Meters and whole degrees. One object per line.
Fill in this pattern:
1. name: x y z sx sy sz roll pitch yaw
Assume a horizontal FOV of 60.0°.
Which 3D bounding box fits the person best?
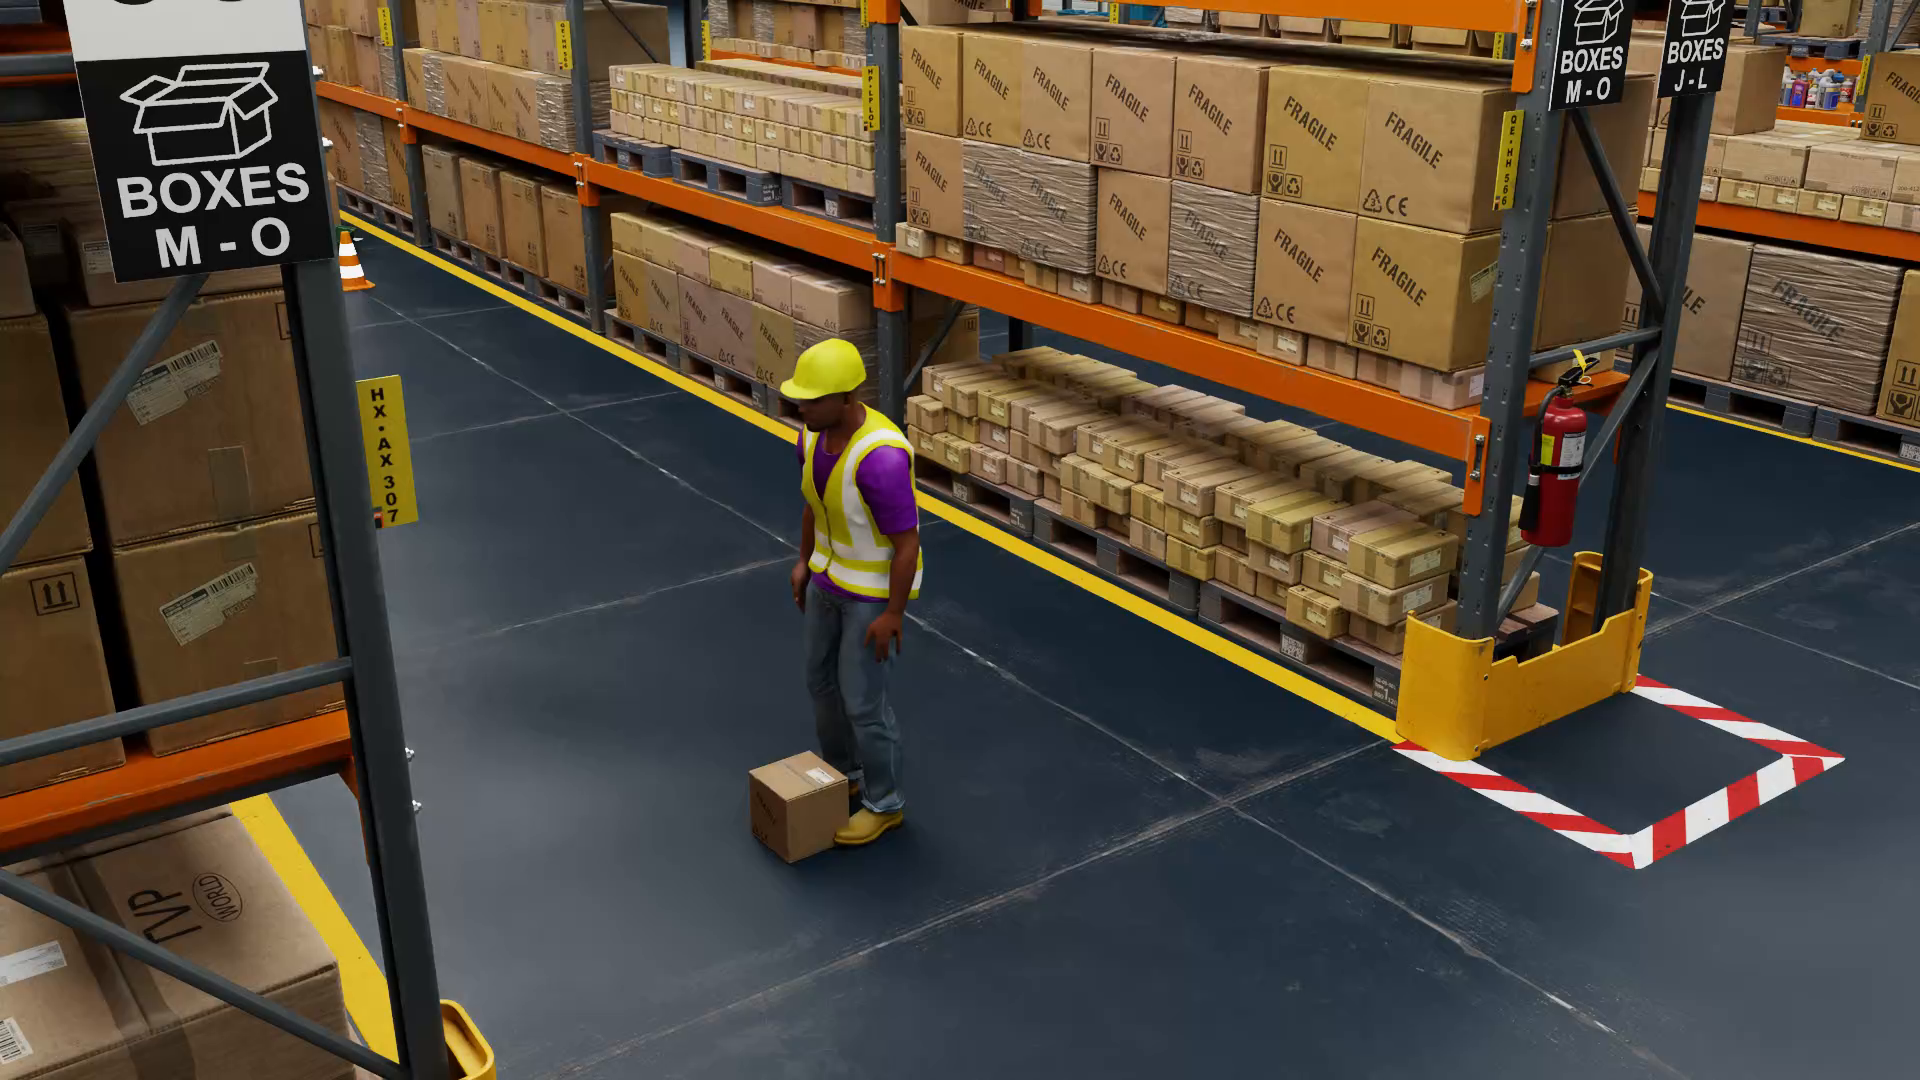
1. person: -0.379 0.166 5.632 0.461 1.760 0.625 -15 26 -33
